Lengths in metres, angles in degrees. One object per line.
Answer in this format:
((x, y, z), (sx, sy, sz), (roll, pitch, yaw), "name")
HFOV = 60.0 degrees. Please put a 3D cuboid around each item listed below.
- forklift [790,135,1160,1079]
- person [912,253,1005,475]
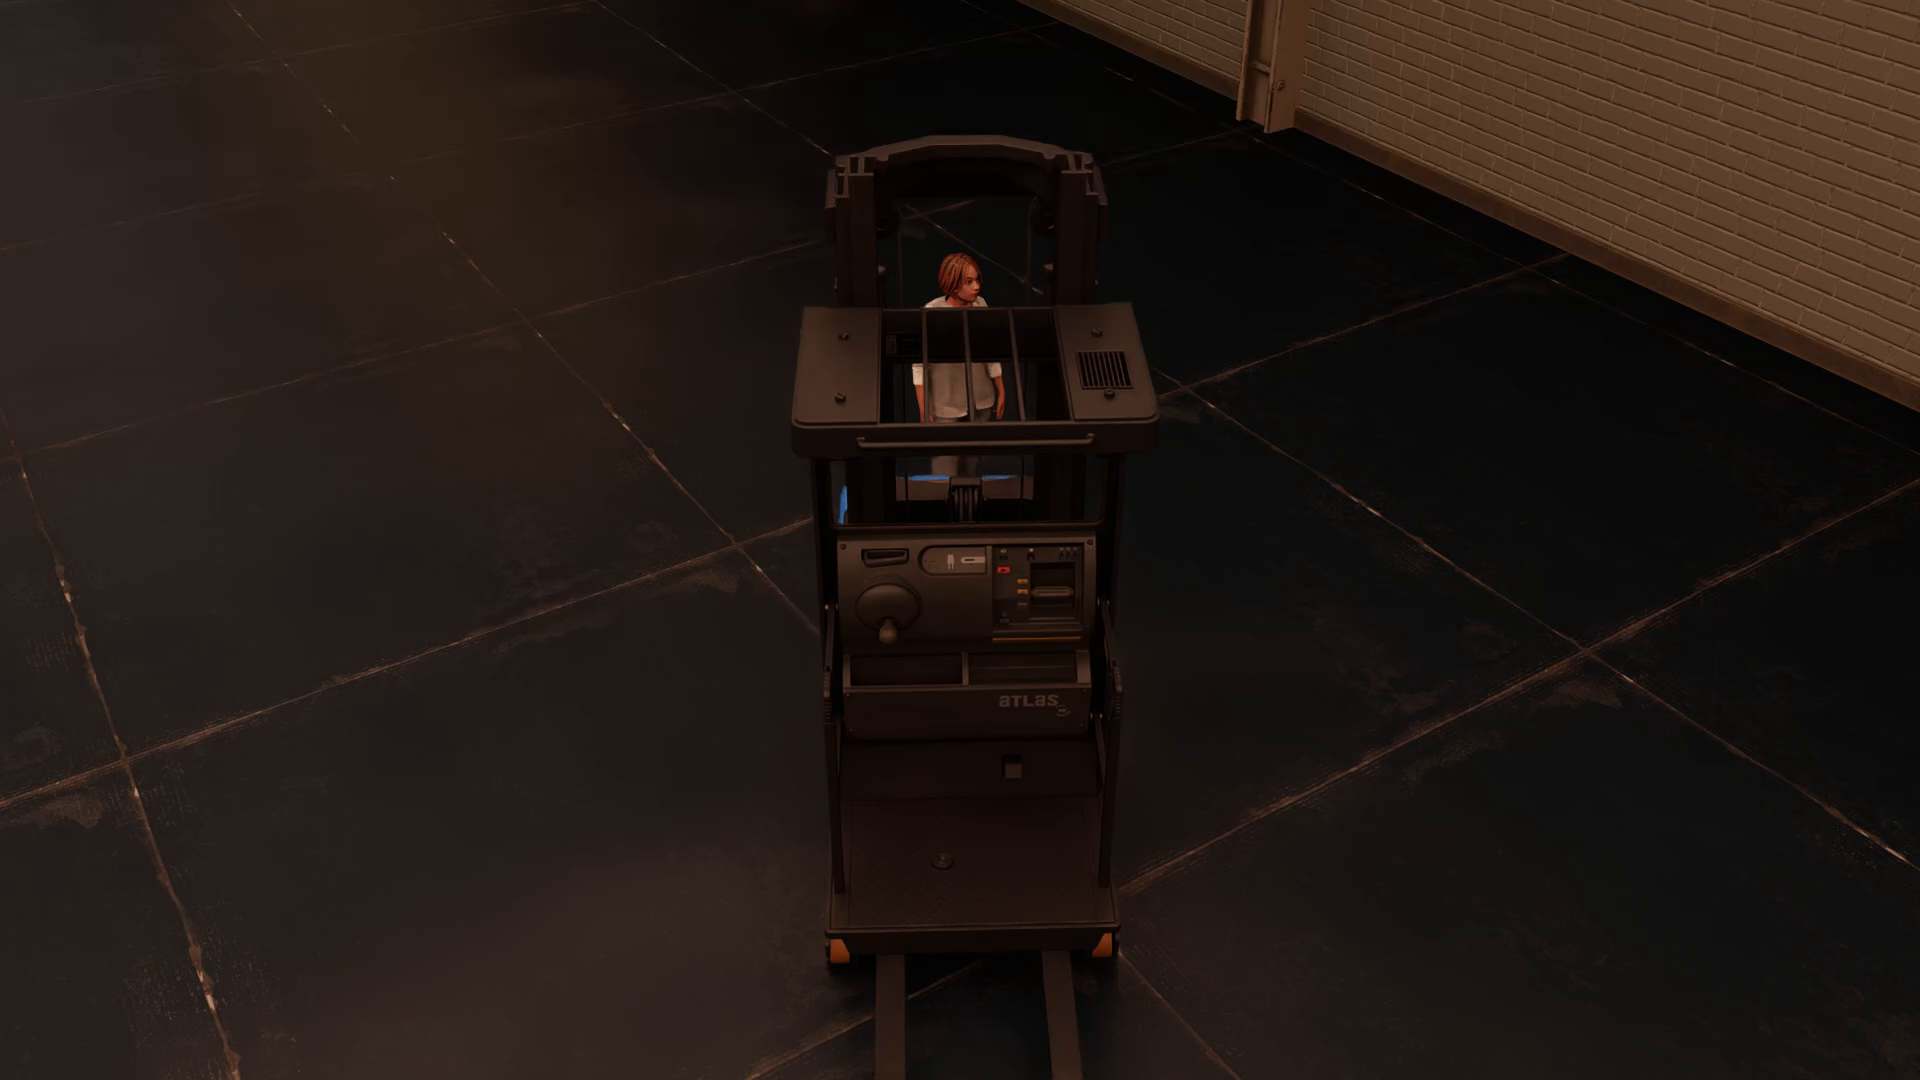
((0.035, 0.238, 5.809), (1.130, 2.935, 3.031), (-1, 35, -1), "forklift")
((0.028, -0.620, 8.176), (0.519, 1.598, 0.474), (-21, 40, -27), "person")
